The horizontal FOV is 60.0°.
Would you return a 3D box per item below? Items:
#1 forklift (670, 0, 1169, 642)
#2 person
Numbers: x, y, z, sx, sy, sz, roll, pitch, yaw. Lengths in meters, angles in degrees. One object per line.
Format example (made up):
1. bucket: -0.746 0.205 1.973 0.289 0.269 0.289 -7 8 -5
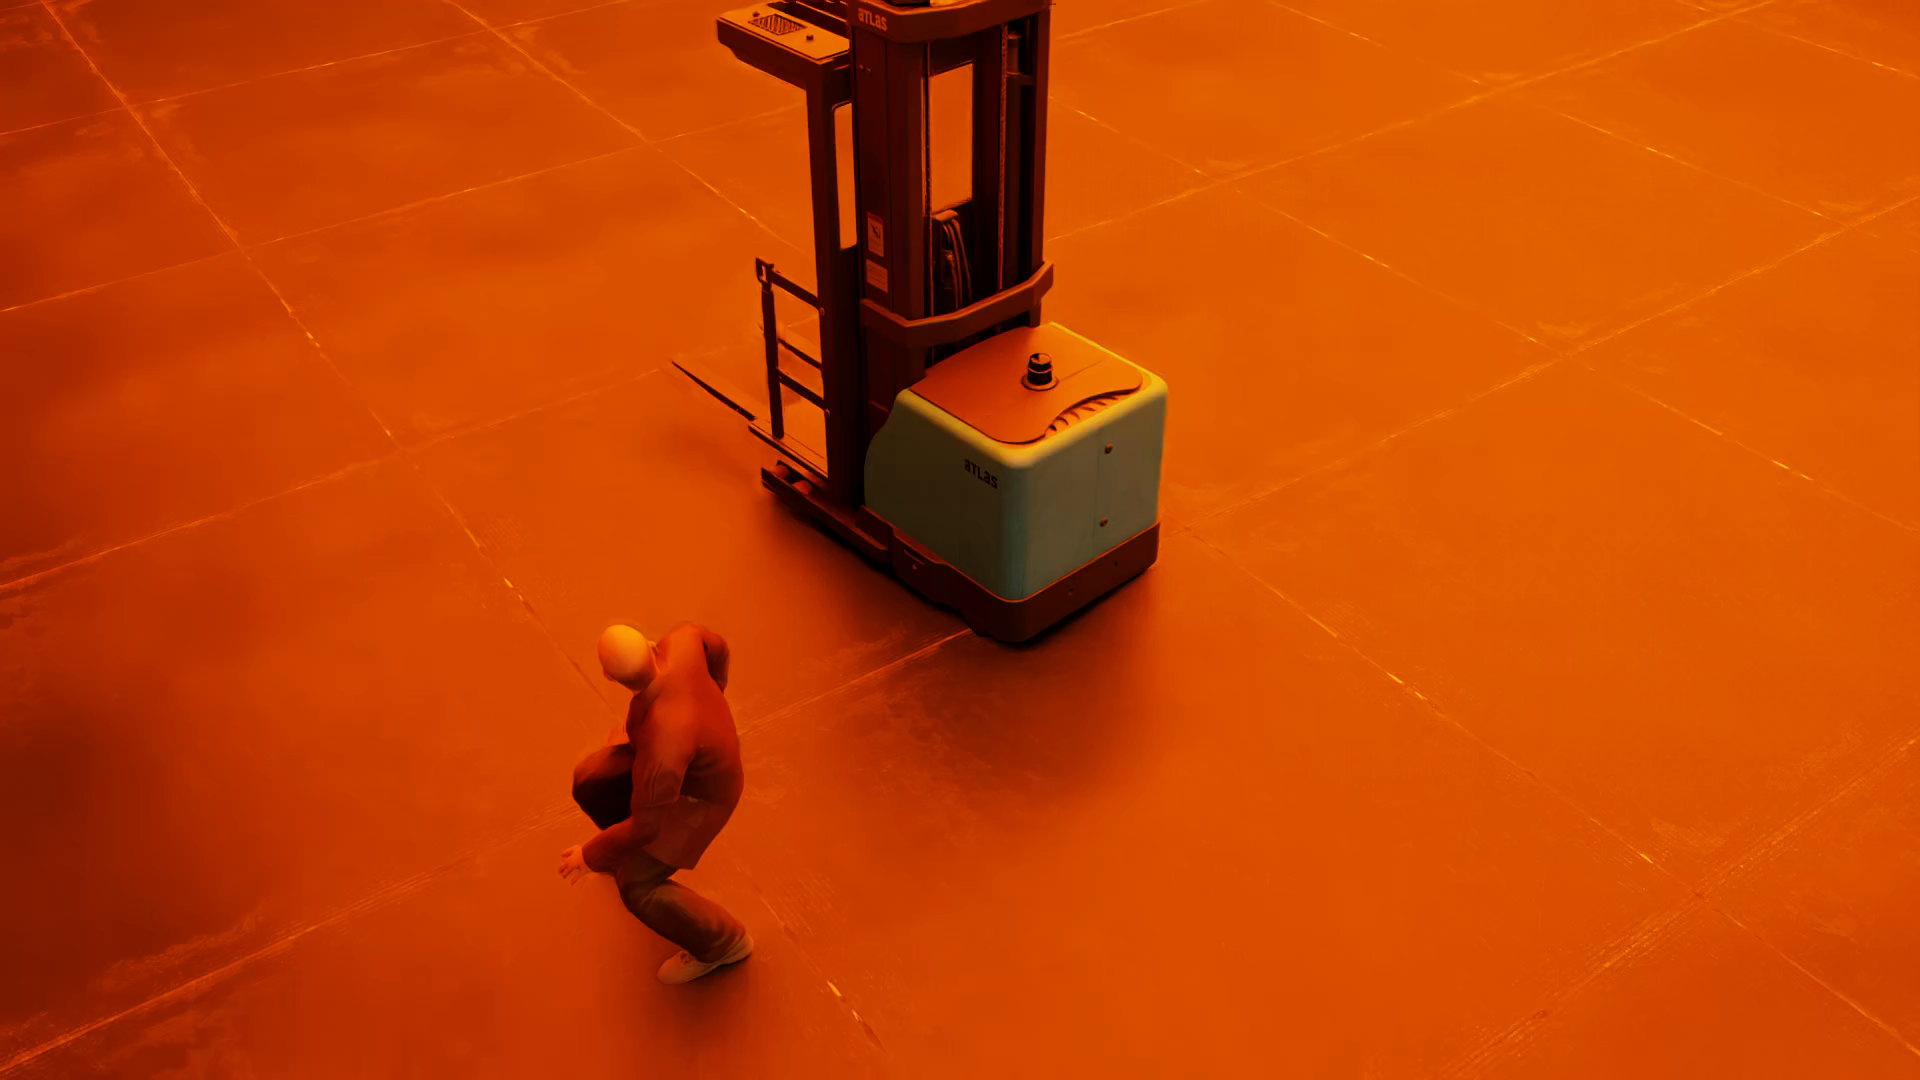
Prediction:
1. forklift: -0.386 -1.500 7.973 1.130 2.935 3.031 -28 45 -33
2. person: -1.128 0.853 6.003 0.705 1.545 0.832 -8 37 -11
